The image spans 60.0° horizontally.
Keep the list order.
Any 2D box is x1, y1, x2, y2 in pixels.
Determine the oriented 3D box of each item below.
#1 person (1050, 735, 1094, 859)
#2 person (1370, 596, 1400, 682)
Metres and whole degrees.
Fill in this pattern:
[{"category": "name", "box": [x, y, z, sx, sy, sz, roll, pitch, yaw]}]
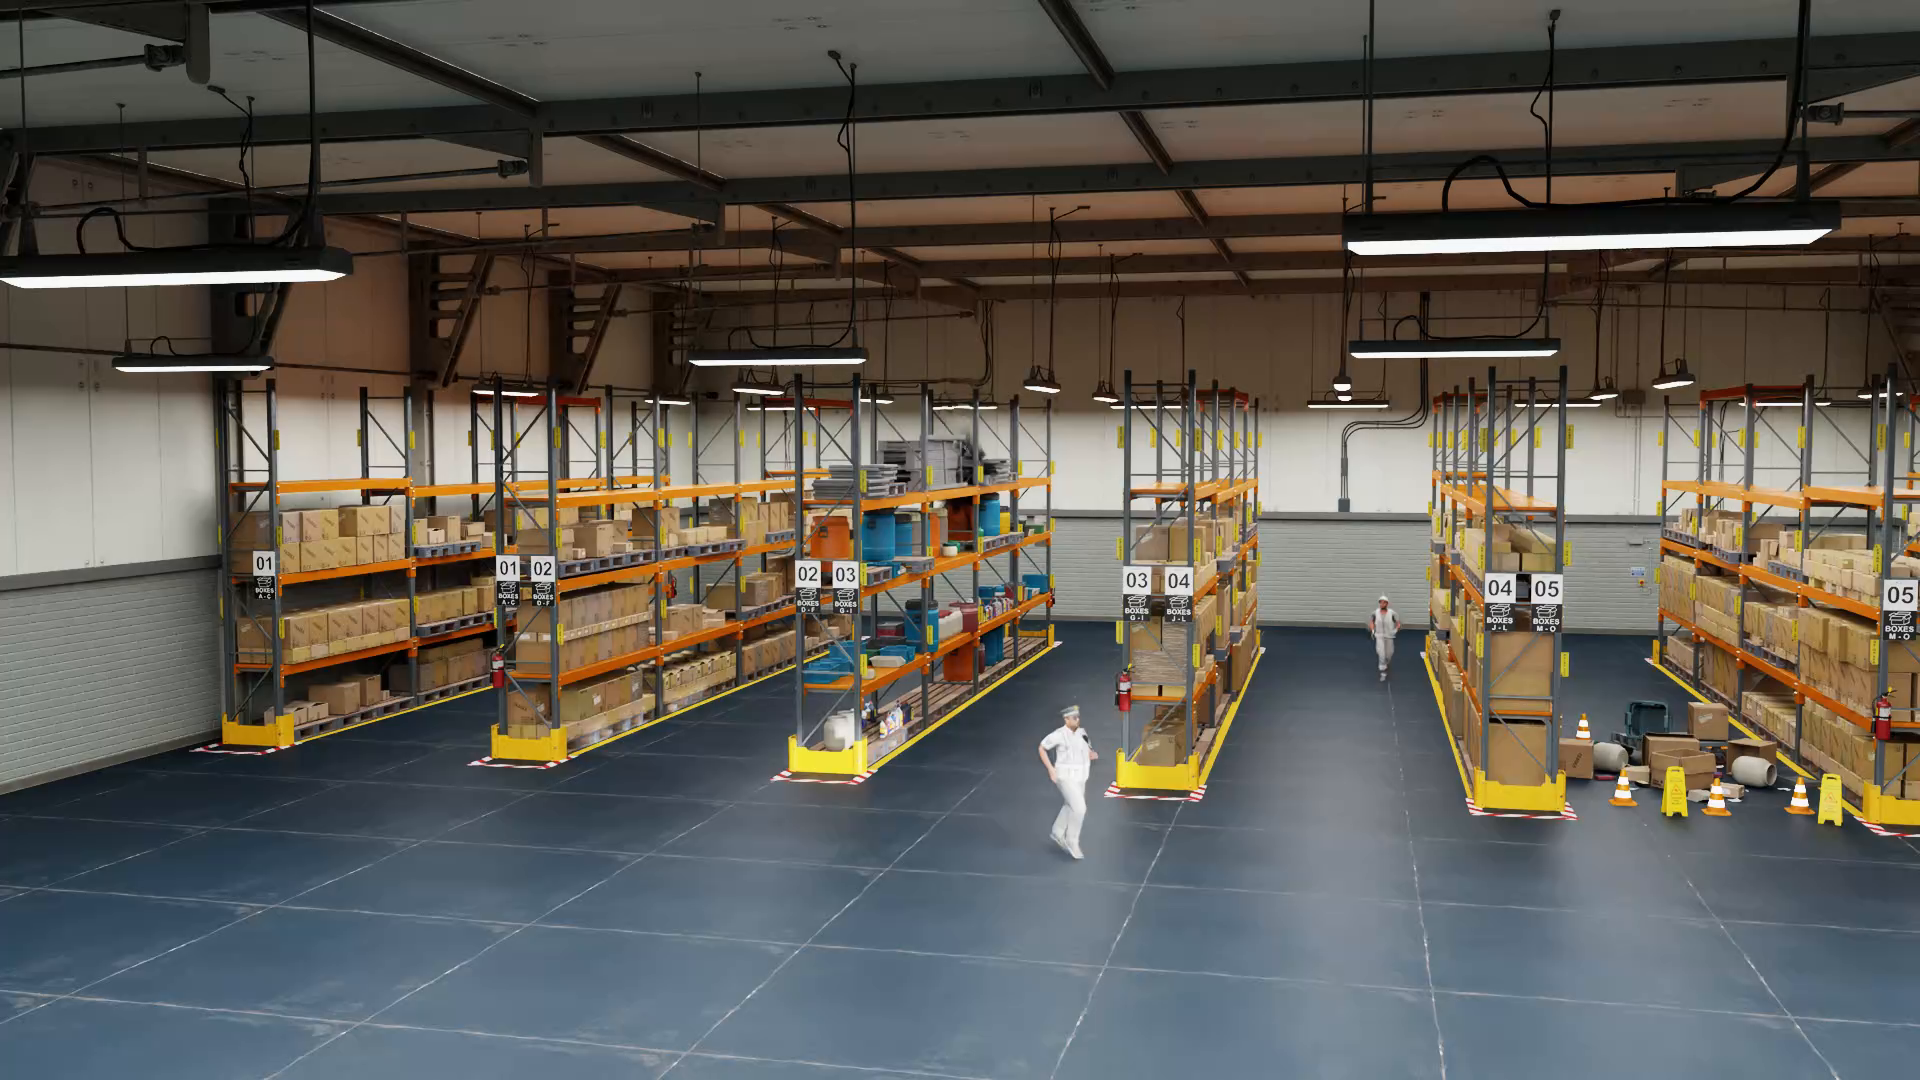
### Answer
[{"category": "person", "box": [1.328, 3.098, 20.190, 0.686, 1.487, 0.445, 3, 5, 42]}, {"category": "person", "box": [8.852, 2.051, 34.678, 0.619, 1.768, 0.722, 1, 4, 17]}]
